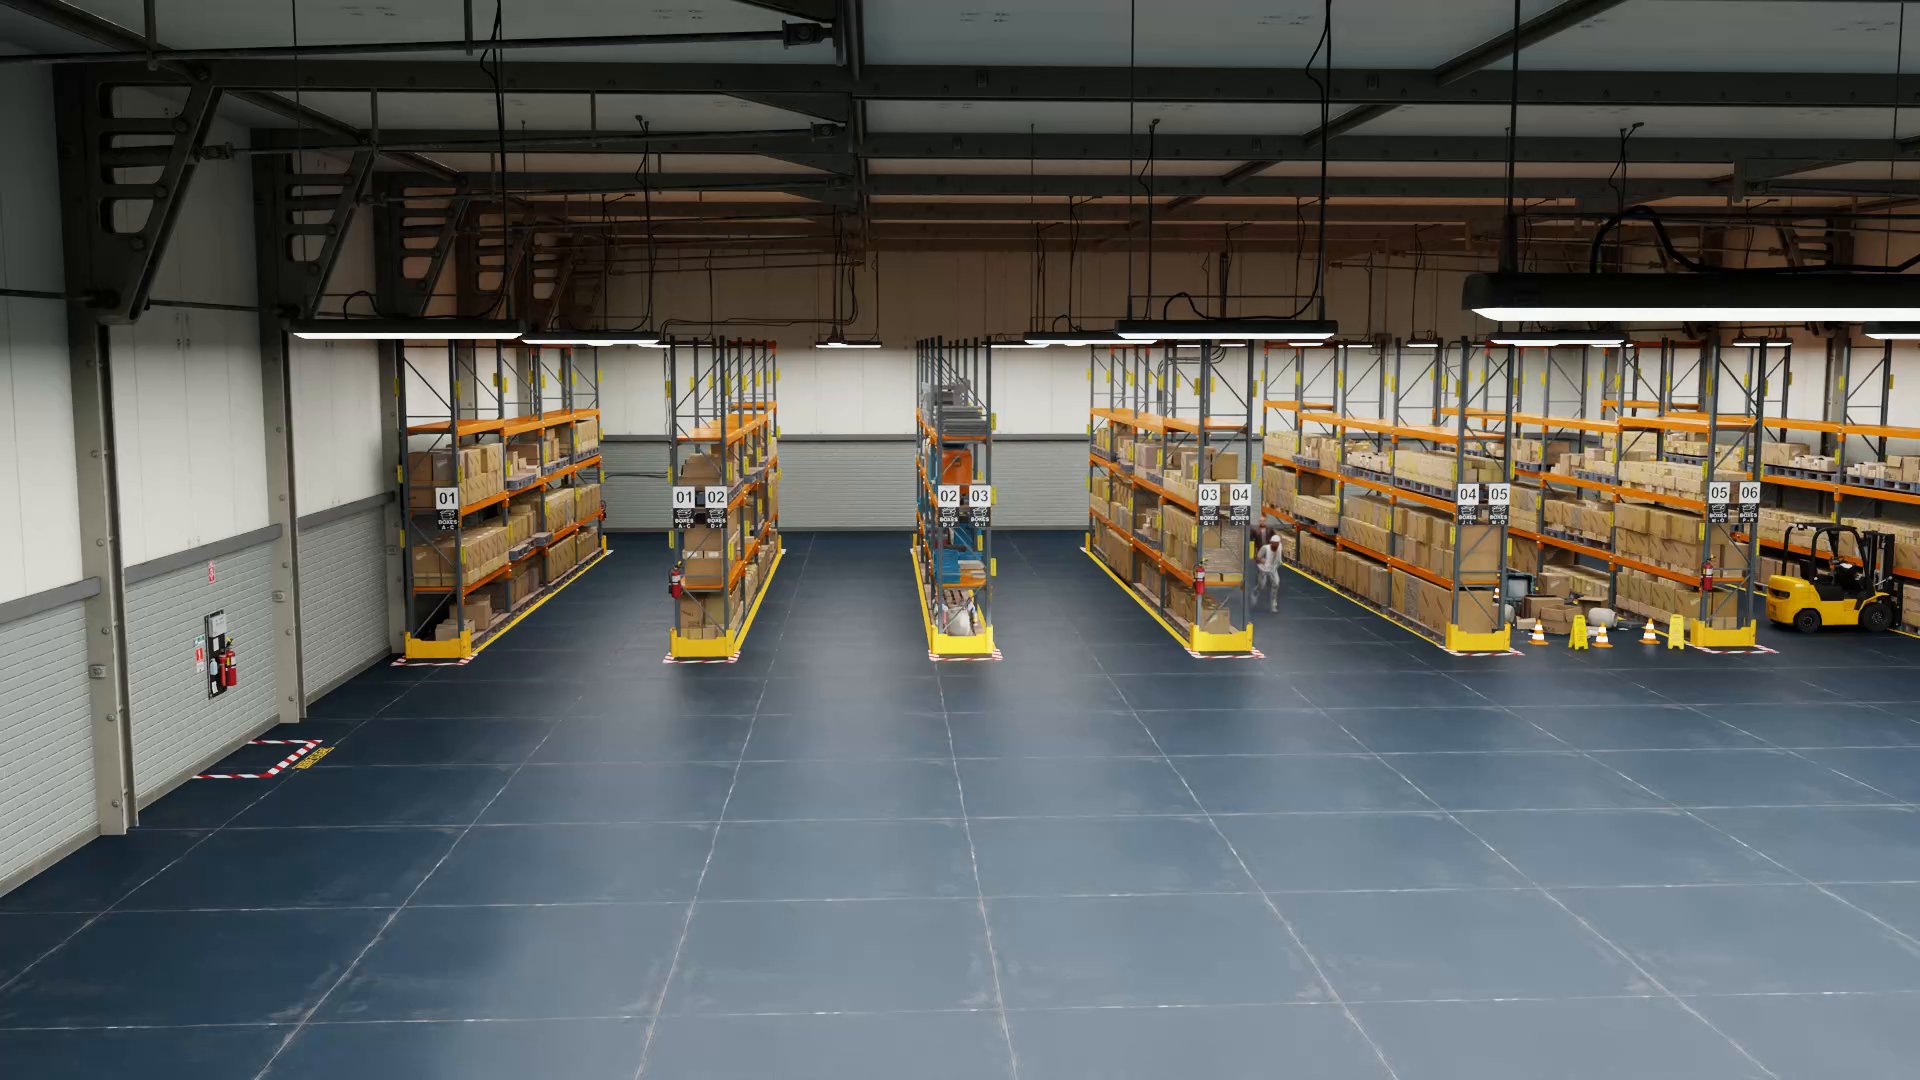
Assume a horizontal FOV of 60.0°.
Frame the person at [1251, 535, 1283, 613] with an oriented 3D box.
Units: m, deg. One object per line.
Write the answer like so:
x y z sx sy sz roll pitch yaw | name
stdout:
6.808 0.714 36.913 0.728 1.729 1.034 -3 7 -23 | person

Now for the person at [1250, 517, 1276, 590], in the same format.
7.319 0.301 40.245 0.711 1.763 0.702 0 6 2 | person
